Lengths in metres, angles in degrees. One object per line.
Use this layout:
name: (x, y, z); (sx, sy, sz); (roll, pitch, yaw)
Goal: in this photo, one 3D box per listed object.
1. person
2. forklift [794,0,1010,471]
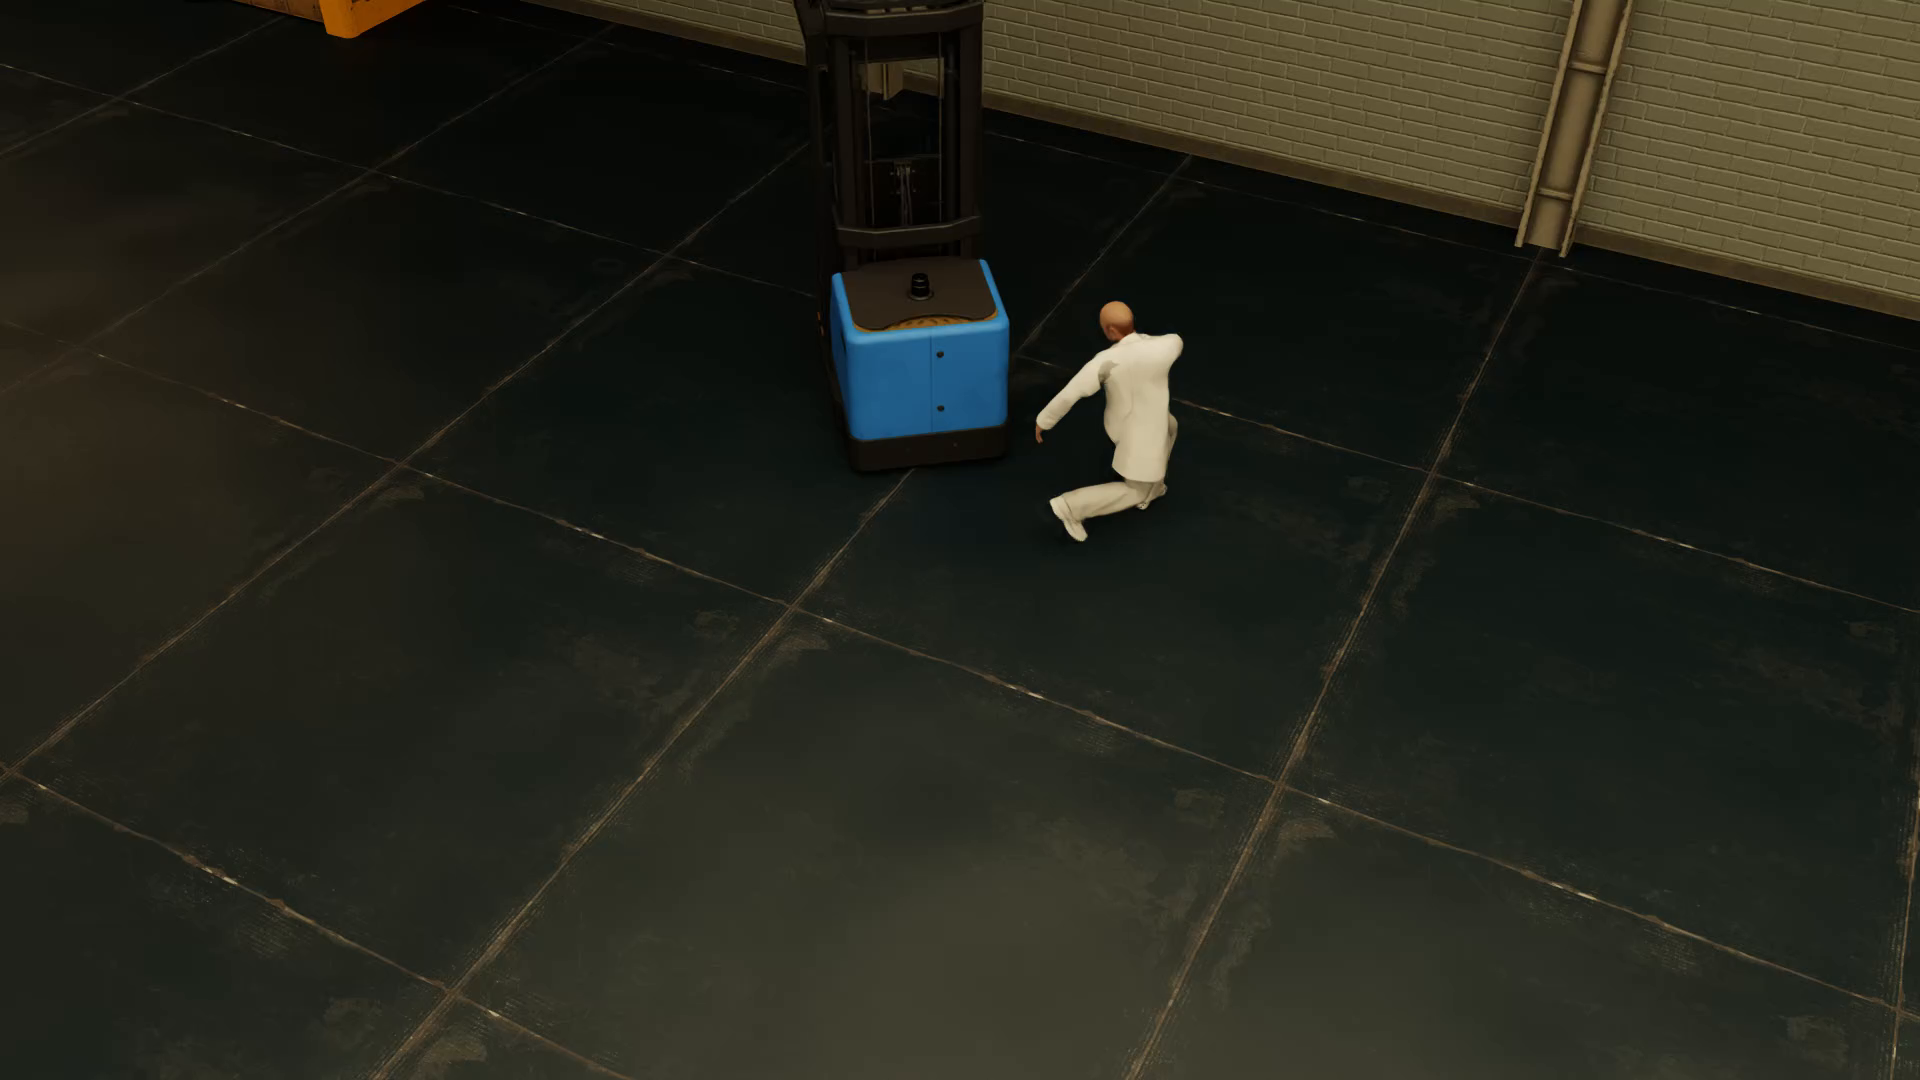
person: (0.935, -0.740, 10.016); (0.723, 1.538, 0.957); (30, 49, 31)
forklift: (-0.450, -2.516, 10.974); (1.130, 2.935, 3.031); (-7, 41, -8)
